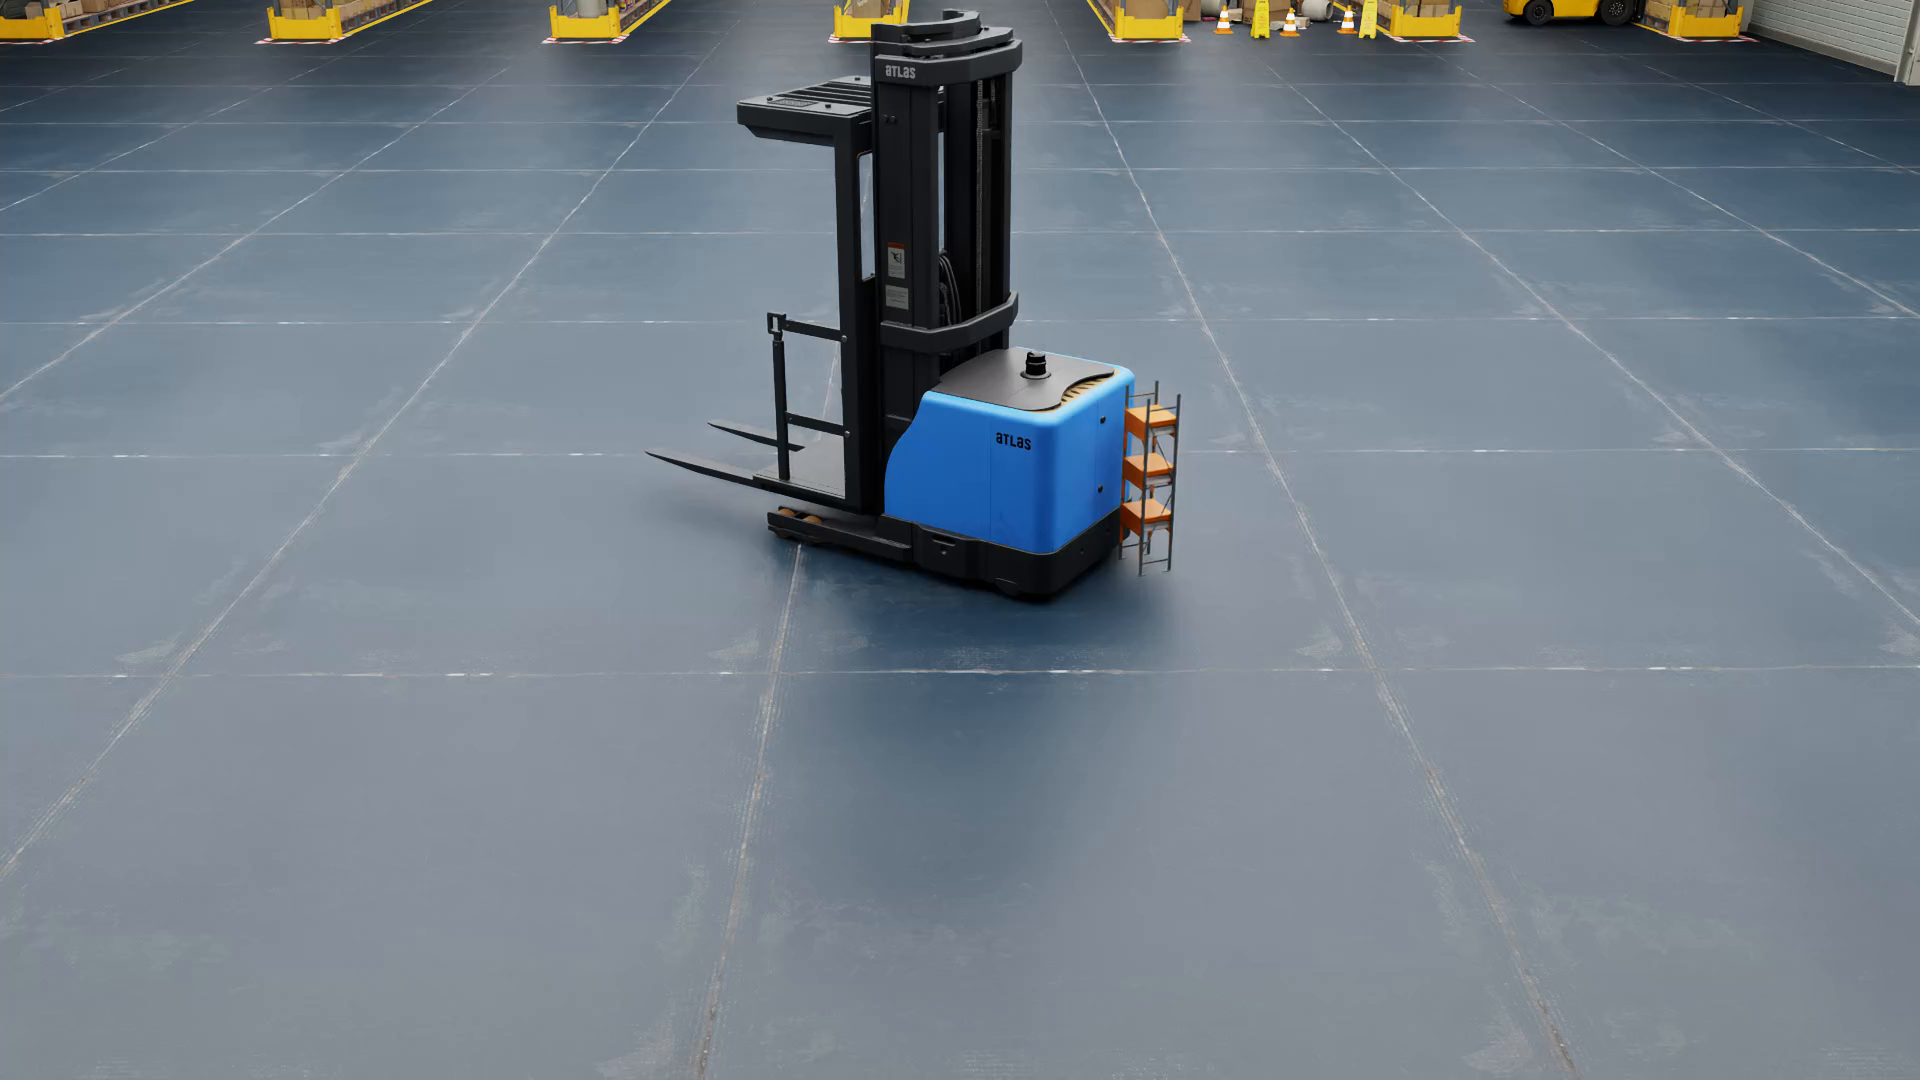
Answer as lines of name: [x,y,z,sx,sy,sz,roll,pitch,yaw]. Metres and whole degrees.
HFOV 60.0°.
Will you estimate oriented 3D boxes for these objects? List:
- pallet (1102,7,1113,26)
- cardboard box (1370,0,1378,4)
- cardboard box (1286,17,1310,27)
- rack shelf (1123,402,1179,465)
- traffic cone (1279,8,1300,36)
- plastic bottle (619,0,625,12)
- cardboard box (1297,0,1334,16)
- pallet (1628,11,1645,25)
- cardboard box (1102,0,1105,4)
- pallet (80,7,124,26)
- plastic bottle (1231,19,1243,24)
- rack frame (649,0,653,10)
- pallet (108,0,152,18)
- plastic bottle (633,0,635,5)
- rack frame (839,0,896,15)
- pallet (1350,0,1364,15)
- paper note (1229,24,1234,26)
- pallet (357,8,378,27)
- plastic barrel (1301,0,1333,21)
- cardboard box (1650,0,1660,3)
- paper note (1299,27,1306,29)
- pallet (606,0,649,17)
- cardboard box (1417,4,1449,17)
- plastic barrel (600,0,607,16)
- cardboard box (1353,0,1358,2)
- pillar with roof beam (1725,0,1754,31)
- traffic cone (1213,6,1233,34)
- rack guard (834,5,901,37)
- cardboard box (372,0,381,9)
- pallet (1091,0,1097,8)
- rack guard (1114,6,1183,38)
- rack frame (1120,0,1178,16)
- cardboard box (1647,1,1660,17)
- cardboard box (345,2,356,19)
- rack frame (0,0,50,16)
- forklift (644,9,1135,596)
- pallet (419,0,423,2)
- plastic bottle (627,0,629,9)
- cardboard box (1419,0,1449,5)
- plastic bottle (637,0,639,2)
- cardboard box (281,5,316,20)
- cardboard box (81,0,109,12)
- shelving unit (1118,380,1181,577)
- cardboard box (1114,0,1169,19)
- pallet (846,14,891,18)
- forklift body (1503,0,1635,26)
pallet: [3.233,-9.845,31.261,1.003,0.211,1.213,0,24,-1]
cardboard box: [7.992,-10.048,31.154,0.500,0.250,0.500,-1,24,-2]
cardboard box: [6.245,-9.580,30.752,0.380,0.149,0.250,13,27,27]
rack shelf: [1.045,-0.586,9.108,0.215,0.259,0.240,-10,26,-20]
traffic cone: [5.878,-9.219,29.572,0.336,0.463,0.334,0,24,-1]
plastic bottle: [-6.291,-9.988,30.970,0.097,0.271,0.097,0,24,0]
cardboard box: [6.886,-10.412,32.161,0.500,0.500,0.500,19,30,35]
pallet: [13.182,-9.918,31.424,1.003,0.211,1.213,0,24,-1]
cardboard box: [3.223,-10.897,32.272,0.875,0.875,0.875,0,24,0]
pallet: [-16.474,-9.835,31.238,1.003,0.211,1.213,0,24,-1]
plastic bottle: [5.172,-9.710,31.145,0.133,0.061,0.283,-9,26,-19]
rack frame: [-6.627,-11.930,32.488,1.000,3.000,0.127,0,24,-1]
pallet: [-16.491,-10.338,32.353,1.003,0.211,1.213,0,24,-1]
plastic bottle: [-6.326,-10.447,31.890,0.144,0.351,0.185,0,24,-1]
rack frame: [-1.631,-10.304,28.893,1.000,3.000,0.127,0,24,-1]
pallet: [8.278,-10.450,32.599,1.003,0.211,1.213,0,24,-1]
paper note: [5.011,-9.568,30.870,0.144,0.017,0.142,8,26,18]
pallet: [-11.597,-9.807,31.178,1.003,0.211,1.213,0,24,-1]
plastic barrel: [6.742,-10.019,31.389,0.512,0.421,0.421,19,30,35]
cardboard box: [12.930,-9.945,30.319,0.500,0.250,0.500,0,24,-1]
paper note: [6.278,-9.376,30.445,0.148,0.019,0.142,-9,26,-19]
pallet: [-6.661,-10.383,32.450,1.003,0.211,1.213,0,24,-1]
cardboard box: [8.547,-9.621,30.209,0.500,0.250,0.500,0,24,-1]
plastic barrel: [-6.672,-9.817,30.325,0.421,0.512,0.421,0,24,0]
cardboard box: [7.972,-10.691,32.576,0.500,0.250,0.500,-1,24,-3]
pillar with roof beam: [9.831,-13.378,28.408,9.100,9.000,0.400,0,24,-1]
traffic cone: [4.744,-9.354,29.871,0.336,0.463,0.334,0,24,-1]
rack guard: [-1.631,-9.197,29.477,1.175,0.500,0.348,0,24,-1]
cardboard box: [-11.341,-10.246,31.591,0.500,0.250,0.500,0,24,-1]
pallet: [3.203,-10.980,33.771,1.003,0.211,1.213,0,24,-1]
rack guard: [3.330,-9.136,29.343,1.175,0.500,0.348,0,24,-1]
rack frame: [3.330,-10.285,28.850,1.000,3.000,0.127,0,24,-1]
cardboard box: [12.925,-9.708,30.402,0.500,0.250,0.500,0,24,-1]
cardboard box: [-11.329,-9.628,30.224,0.500,0.250,0.500,0,24,-1]
rack frame: [-16.490,-10.237,28.745,1.000,3.000,0.127,0,24,-1]
forklift: [-0.530,-1.474,9.453,3.031,2.935,1.130,15,28,29]
pallet: [-11.643,-11.446,34.802,1.003,0.211,1.213,0,24,-1]
plastic bottle: [-6.295,-10.129,31.283,0.097,0.271,0.097,0,24,0]
cardboard box: [8.546,-9.972,30.076,0.500,0.500,0.500,-1,24,-2]
plastic bottle: [-6.332,-10.660,32.359,0.144,0.351,0.185,-1,24,-2]
cardboard box: [-11.838,-9.419,29.764,0.500,0.250,0.500,0,24,-1]
cardboard box: [-16.371,-10.122,30.989,0.700,0.500,0.500,-2,24,-4]
shelving unit: [1.046,-0.337,9.220,0.215,1.050,0.252,-10,26,-20]
cardboard box: [3.257,-9.787,29.819,0.875,0.875,0.875,0,24,0]
pallet: [-1.605,-9.400,30.277,1.003,0.211,1.213,0,24,-1]
forklift body: [11.397,-10.759,30.929,2.313,2.155,1.214,0,24,-1]
